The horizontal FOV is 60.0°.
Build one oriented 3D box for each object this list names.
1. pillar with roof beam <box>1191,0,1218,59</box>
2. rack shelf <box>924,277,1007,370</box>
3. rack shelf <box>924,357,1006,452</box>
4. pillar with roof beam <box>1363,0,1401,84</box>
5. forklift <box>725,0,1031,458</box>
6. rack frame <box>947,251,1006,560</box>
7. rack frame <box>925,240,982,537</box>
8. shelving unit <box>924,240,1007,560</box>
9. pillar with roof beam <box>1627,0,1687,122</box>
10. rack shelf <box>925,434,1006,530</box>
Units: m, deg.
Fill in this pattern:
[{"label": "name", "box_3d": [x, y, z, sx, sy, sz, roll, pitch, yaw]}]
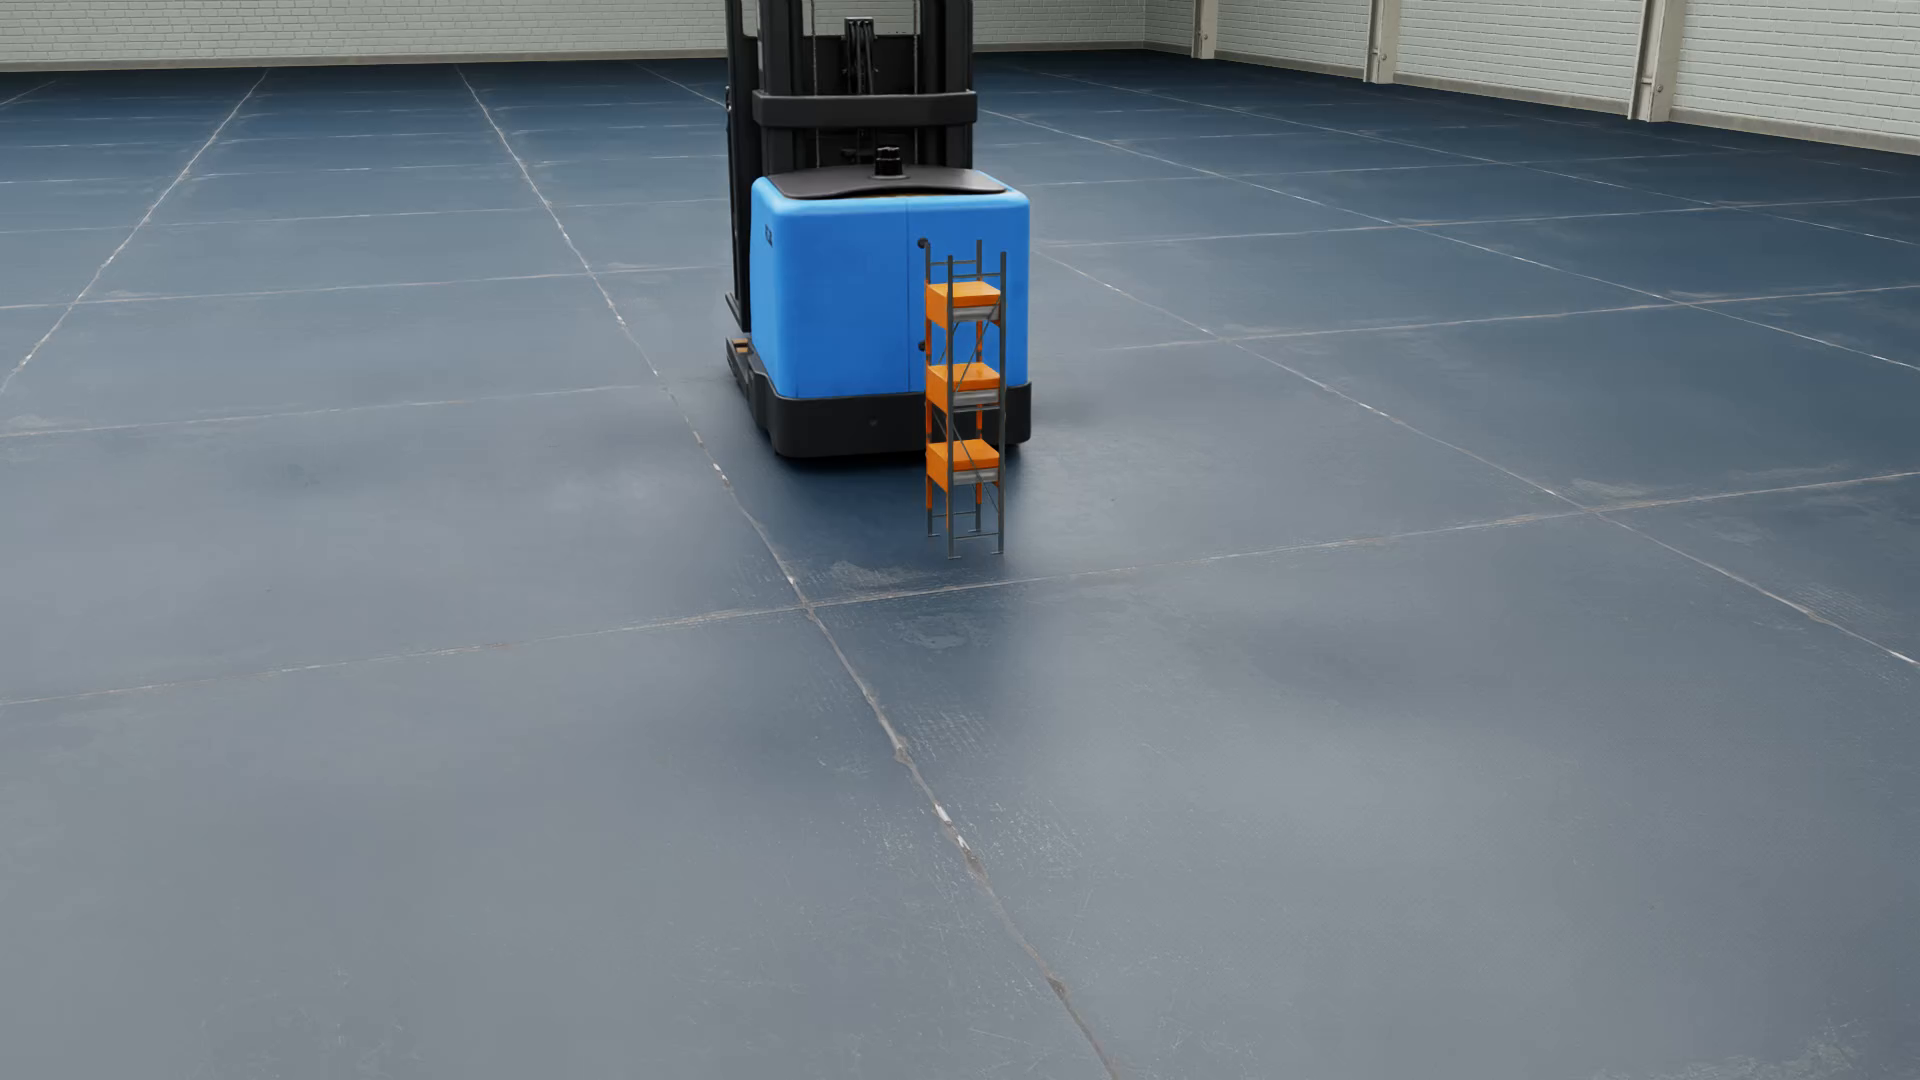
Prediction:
[{"label": "pillar with roof beam", "box_3d": [0.402, -12.666, 27.869, 9.100, 9.000, 0.400, -6, 21, -17]}, {"label": "rack shelf", "box_3d": [0.017, -0.734, 5.599, 0.215, 0.259, 0.240, -6, 21, -17]}, {"label": "rack shelf", "box_3d": [0.017, -0.467, 5.695, 0.215, 0.259, 0.240, -6, 21, -17]}, {"label": "pillar with roof beam", "box_3d": [2.287, -10.741, 22.508, 9.100, 9.000, 0.400, -6, 21, -17]}, {"label": "forklift", "box_3d": [-0.539, -2.169, 7.619, 1.130, 2.935, 3.031, -4, 20, -12]}, {"label": "rack frame", "box_3d": [0.055, -0.438, 5.582, 0.200, 1.050, 0.008, -6, 21, -17]}, {"label": "rack frame", "box_3d": [-0.022, -0.516, 5.800, 0.200, 1.050, 0.008, -6, 21, -17]}, {"label": "shelving unit", "box_3d": [0.017, -0.477, 5.691, 0.215, 1.050, 0.252, -6, 21, -17]}, {"label": "pillar with roof beam", "box_3d": [4.173, -8.815, 17.148, 9.100, 9.000, 0.400, -6, 21, -17]}, {"label": "rack shelf", "box_3d": [0.017, -0.205, 5.789, 0.215, 0.259, 0.240, -6, 21, -17]}]
